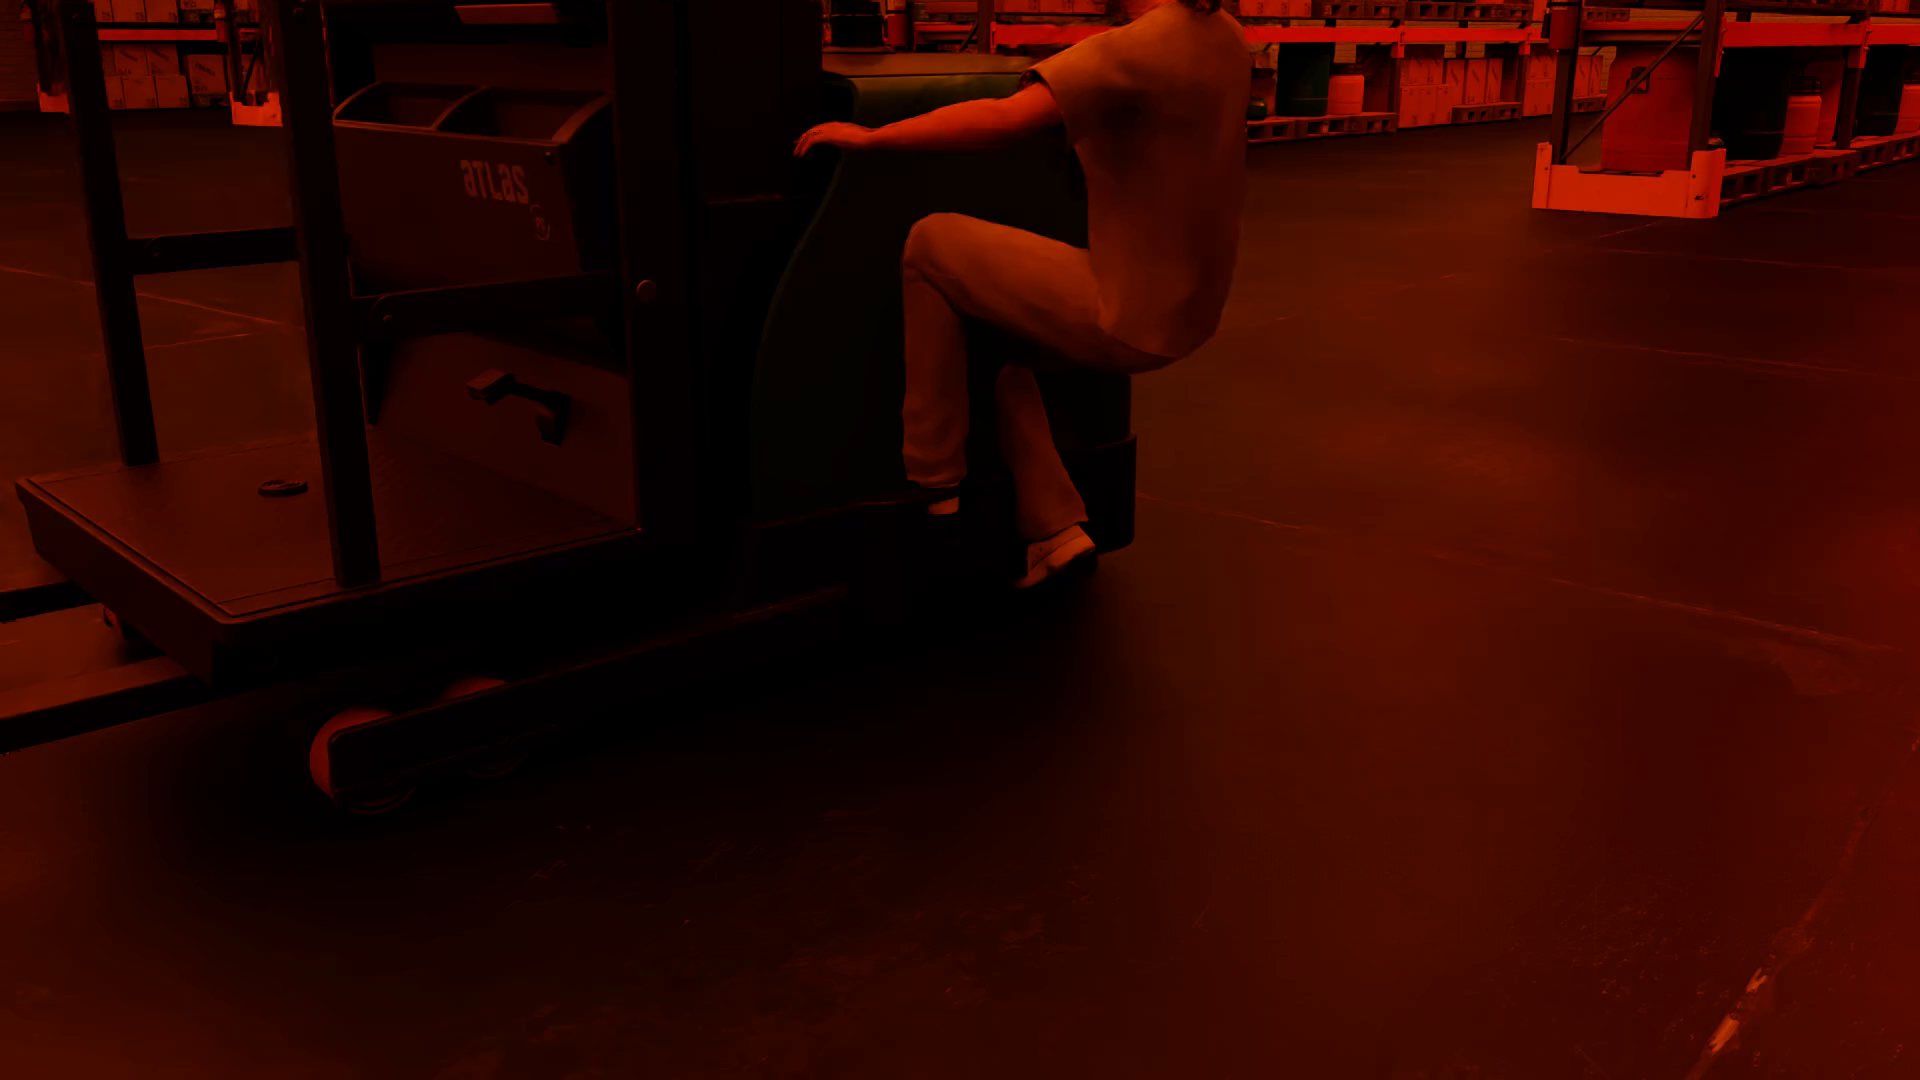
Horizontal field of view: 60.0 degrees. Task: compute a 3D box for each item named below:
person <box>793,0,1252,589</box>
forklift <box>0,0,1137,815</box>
[{"bbox_3d":[0.136,-0.525,3.142,0.818,1.403,0.931,6,18,20],"label":"person"},{"bbox_3d":[-1.040,-1.151,2.687,3.031,2.935,1.130,-15,22,-40],"label":"forklift"}]
